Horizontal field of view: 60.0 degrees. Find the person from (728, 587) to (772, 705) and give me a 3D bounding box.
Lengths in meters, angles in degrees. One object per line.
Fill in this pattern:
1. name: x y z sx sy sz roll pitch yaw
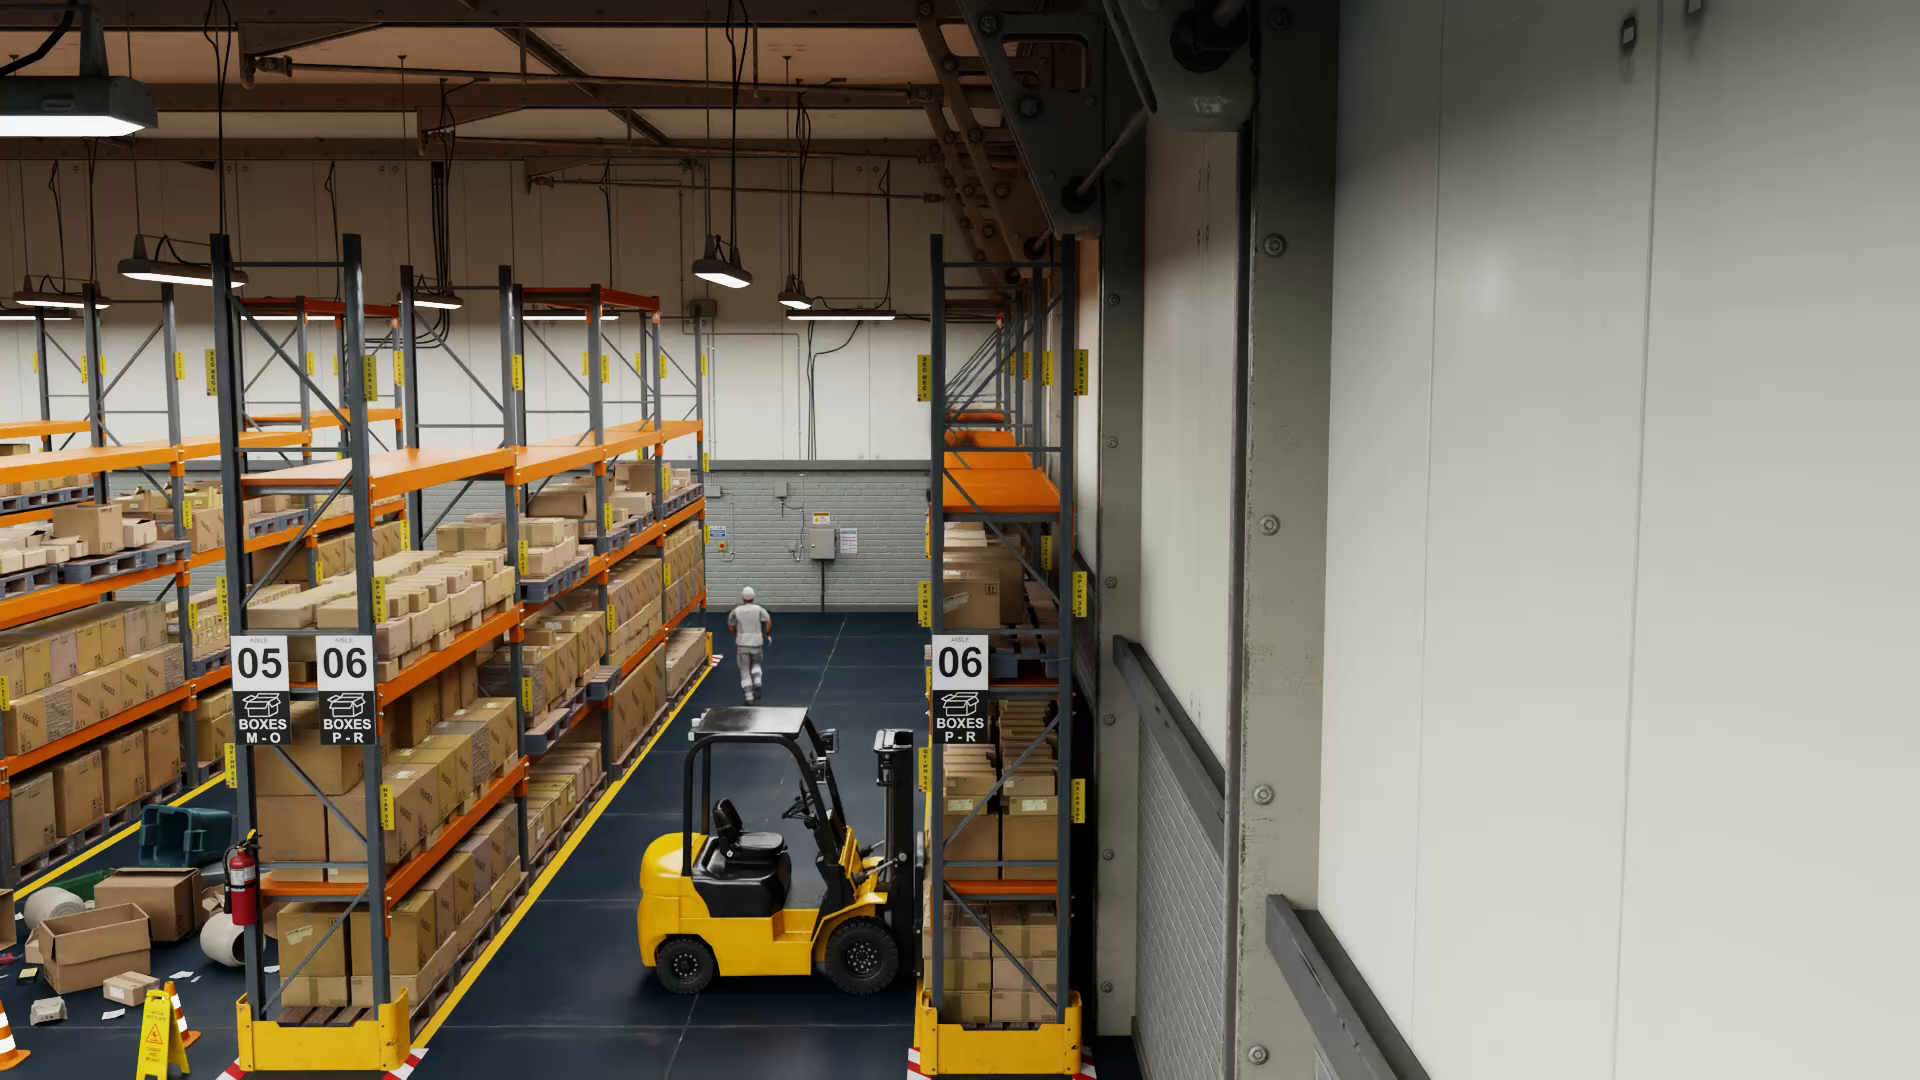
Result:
1. person: -3.136 1.548 24.790 0.643 1.743 0.615 -1 6 -11
